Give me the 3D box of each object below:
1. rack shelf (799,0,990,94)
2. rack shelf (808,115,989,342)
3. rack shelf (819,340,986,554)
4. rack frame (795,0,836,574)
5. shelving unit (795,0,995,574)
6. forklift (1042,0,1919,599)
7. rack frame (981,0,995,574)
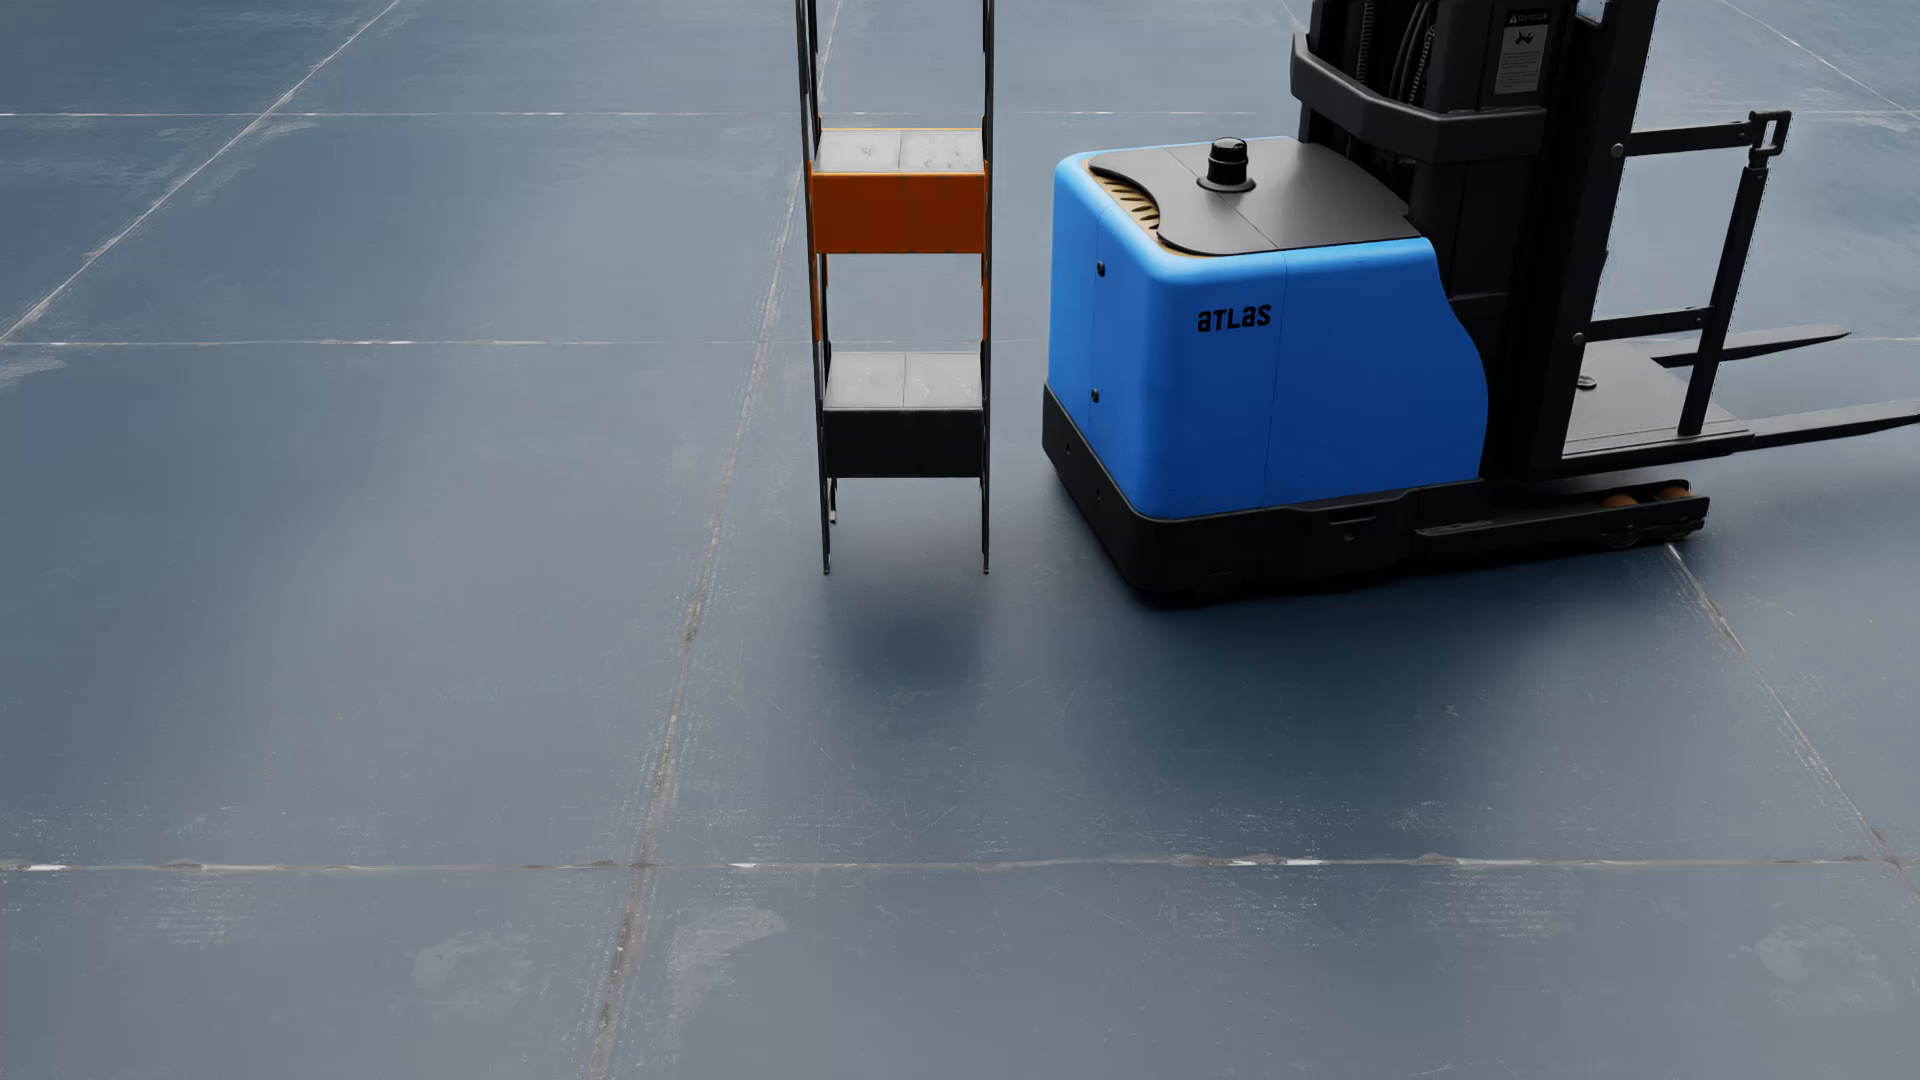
[{"bbox_3d":[-0.166,-1.484,4.348,0.480,0.518,0.431,0,31,0],"label":"rack shelf"},{"bbox_3d":[-0.166,-0.886,4.712,0.480,0.518,0.431,0,31,0],"label":"rack shelf"},{"bbox_3d":[-0.166,-0.287,5.075,0.480,0.518,0.431,0,31,0],"label":"rack shelf"},{"bbox_3d":[-0.410,-0.896,4.703,0.015,2.100,0.400,0,31,0],"label":"rack frame"},{"bbox_3d":[-0.166,-0.897,4.704,0.503,2.100,0.431,0,31,0],"label":"shelving unit"},{"bbox_3d":[1.852,-1.485,4.872,3.031,2.935,1.130,-8,32,-12],"label":"forklift"},{"bbox_3d":[0.078,-0.898,4.706,0.015,2.100,0.400,0,31,0],"label":"rack frame"}]
